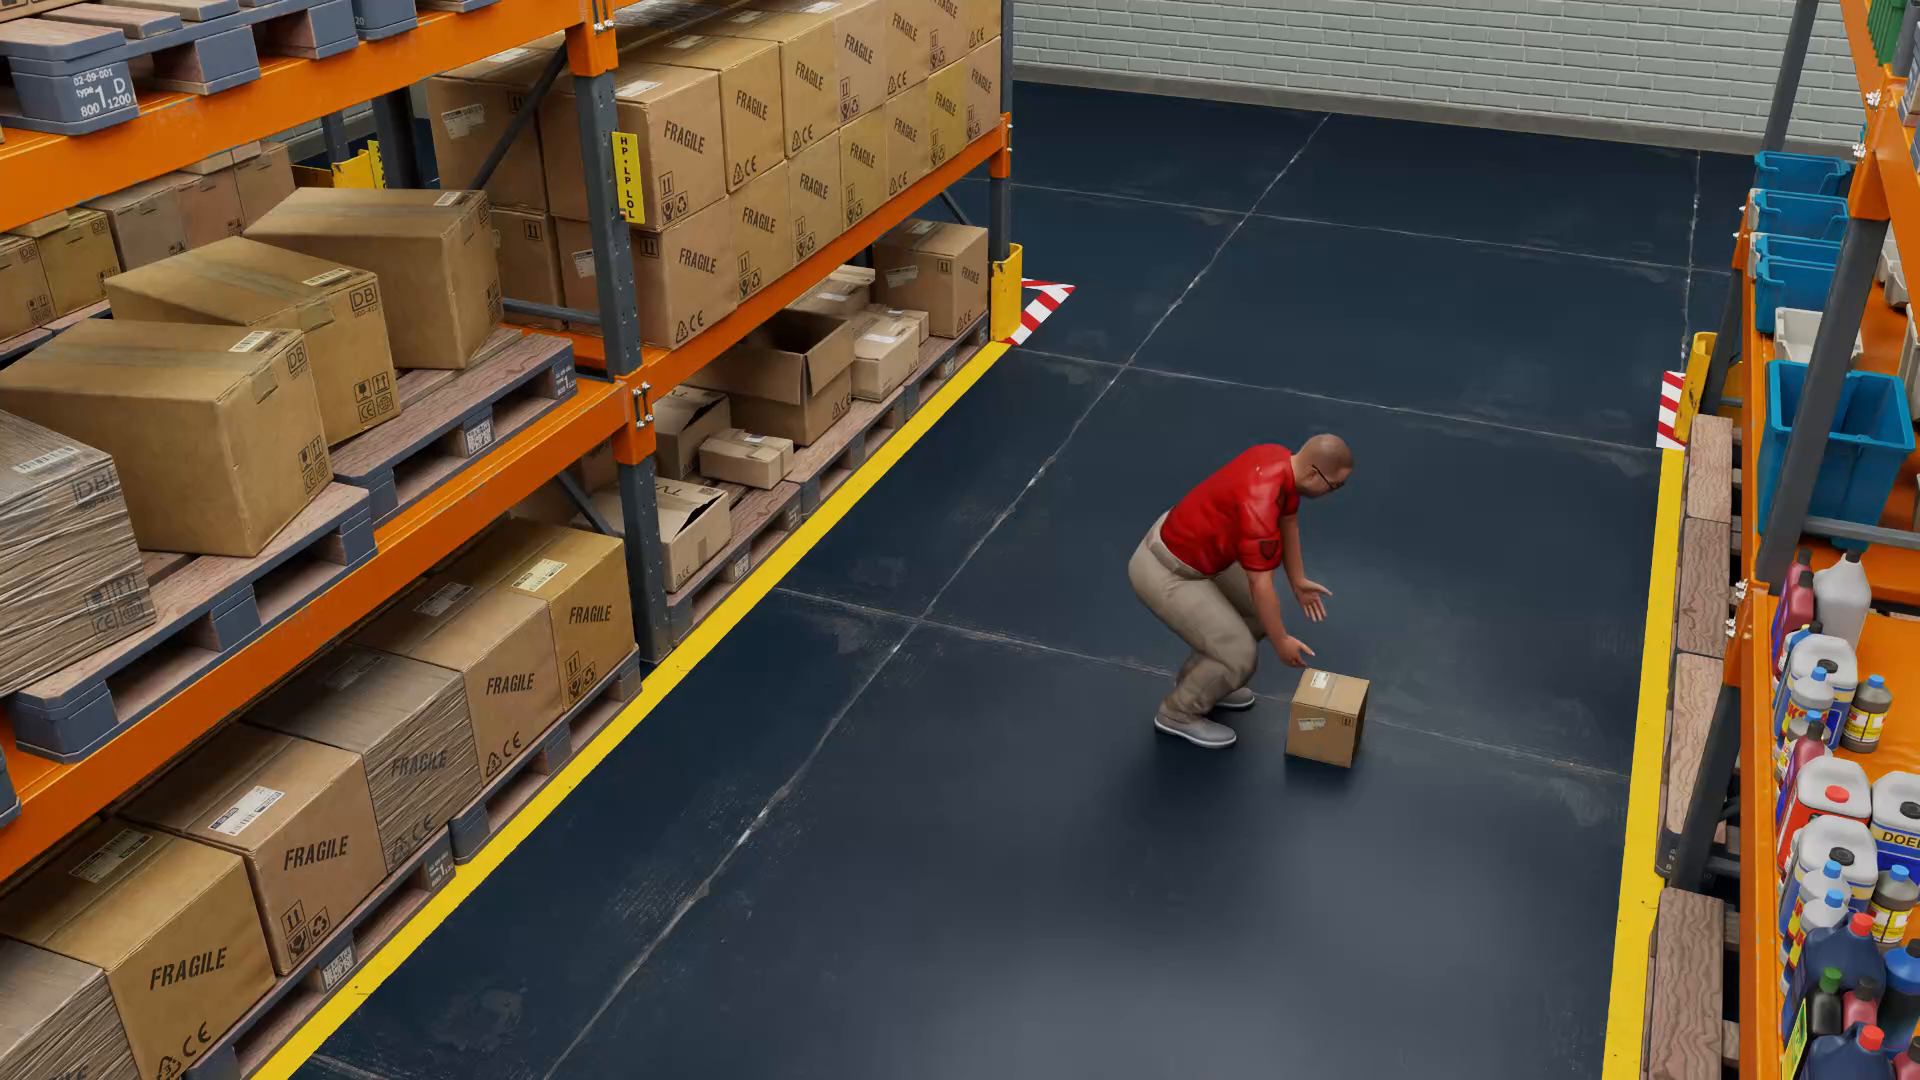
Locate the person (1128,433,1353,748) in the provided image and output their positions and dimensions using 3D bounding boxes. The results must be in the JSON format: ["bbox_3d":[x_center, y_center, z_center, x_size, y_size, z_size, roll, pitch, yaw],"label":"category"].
[{"bbox_3d":[1.049,0.139,6.352,0.770,1.289,0.588,11,31,19],"label":"person"}]
